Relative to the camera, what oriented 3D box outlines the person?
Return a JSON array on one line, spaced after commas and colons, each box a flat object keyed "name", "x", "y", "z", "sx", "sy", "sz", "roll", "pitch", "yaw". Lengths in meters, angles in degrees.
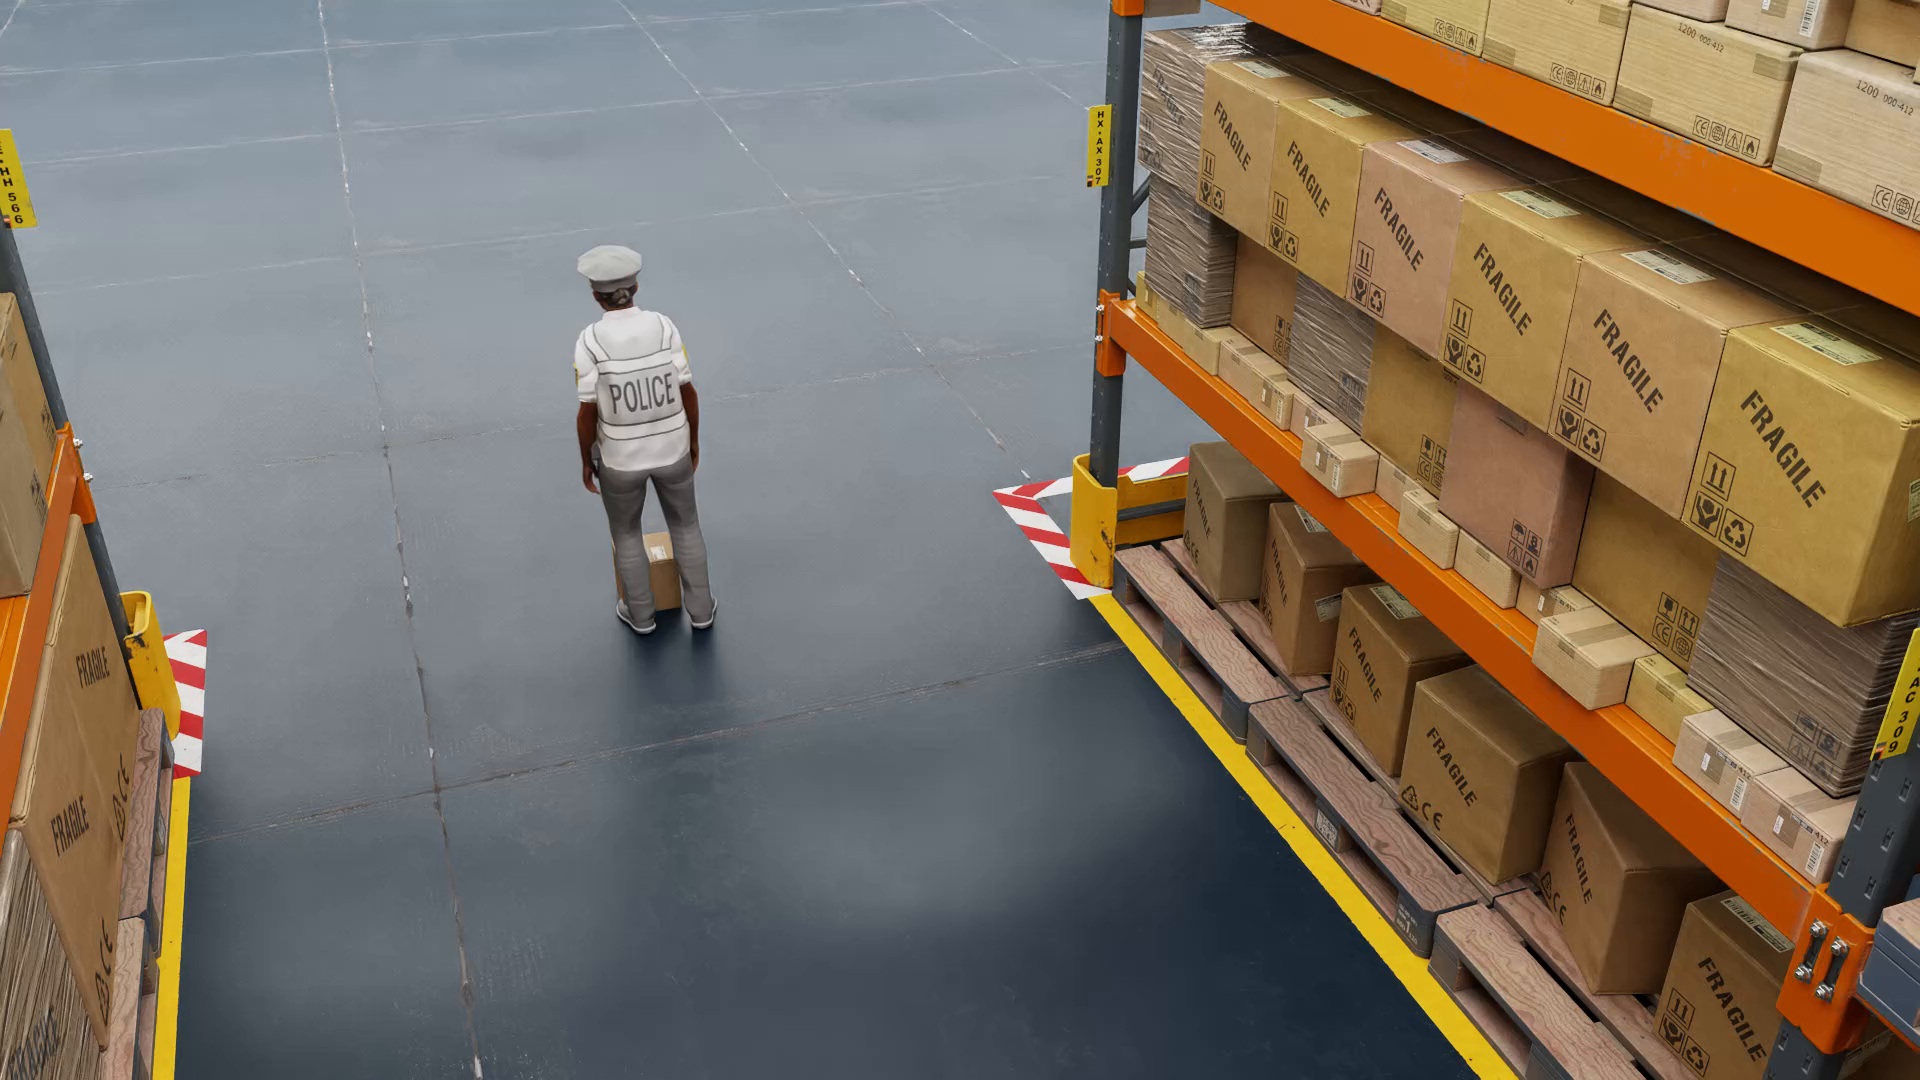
[{"name": "person", "x": -1.286, "y": -0.360, "z": 6.756, "sx": 0.528, "sy": 1.656, "sz": 0.428, "roll": -13, "pitch": 32, "yaw": -21}]
